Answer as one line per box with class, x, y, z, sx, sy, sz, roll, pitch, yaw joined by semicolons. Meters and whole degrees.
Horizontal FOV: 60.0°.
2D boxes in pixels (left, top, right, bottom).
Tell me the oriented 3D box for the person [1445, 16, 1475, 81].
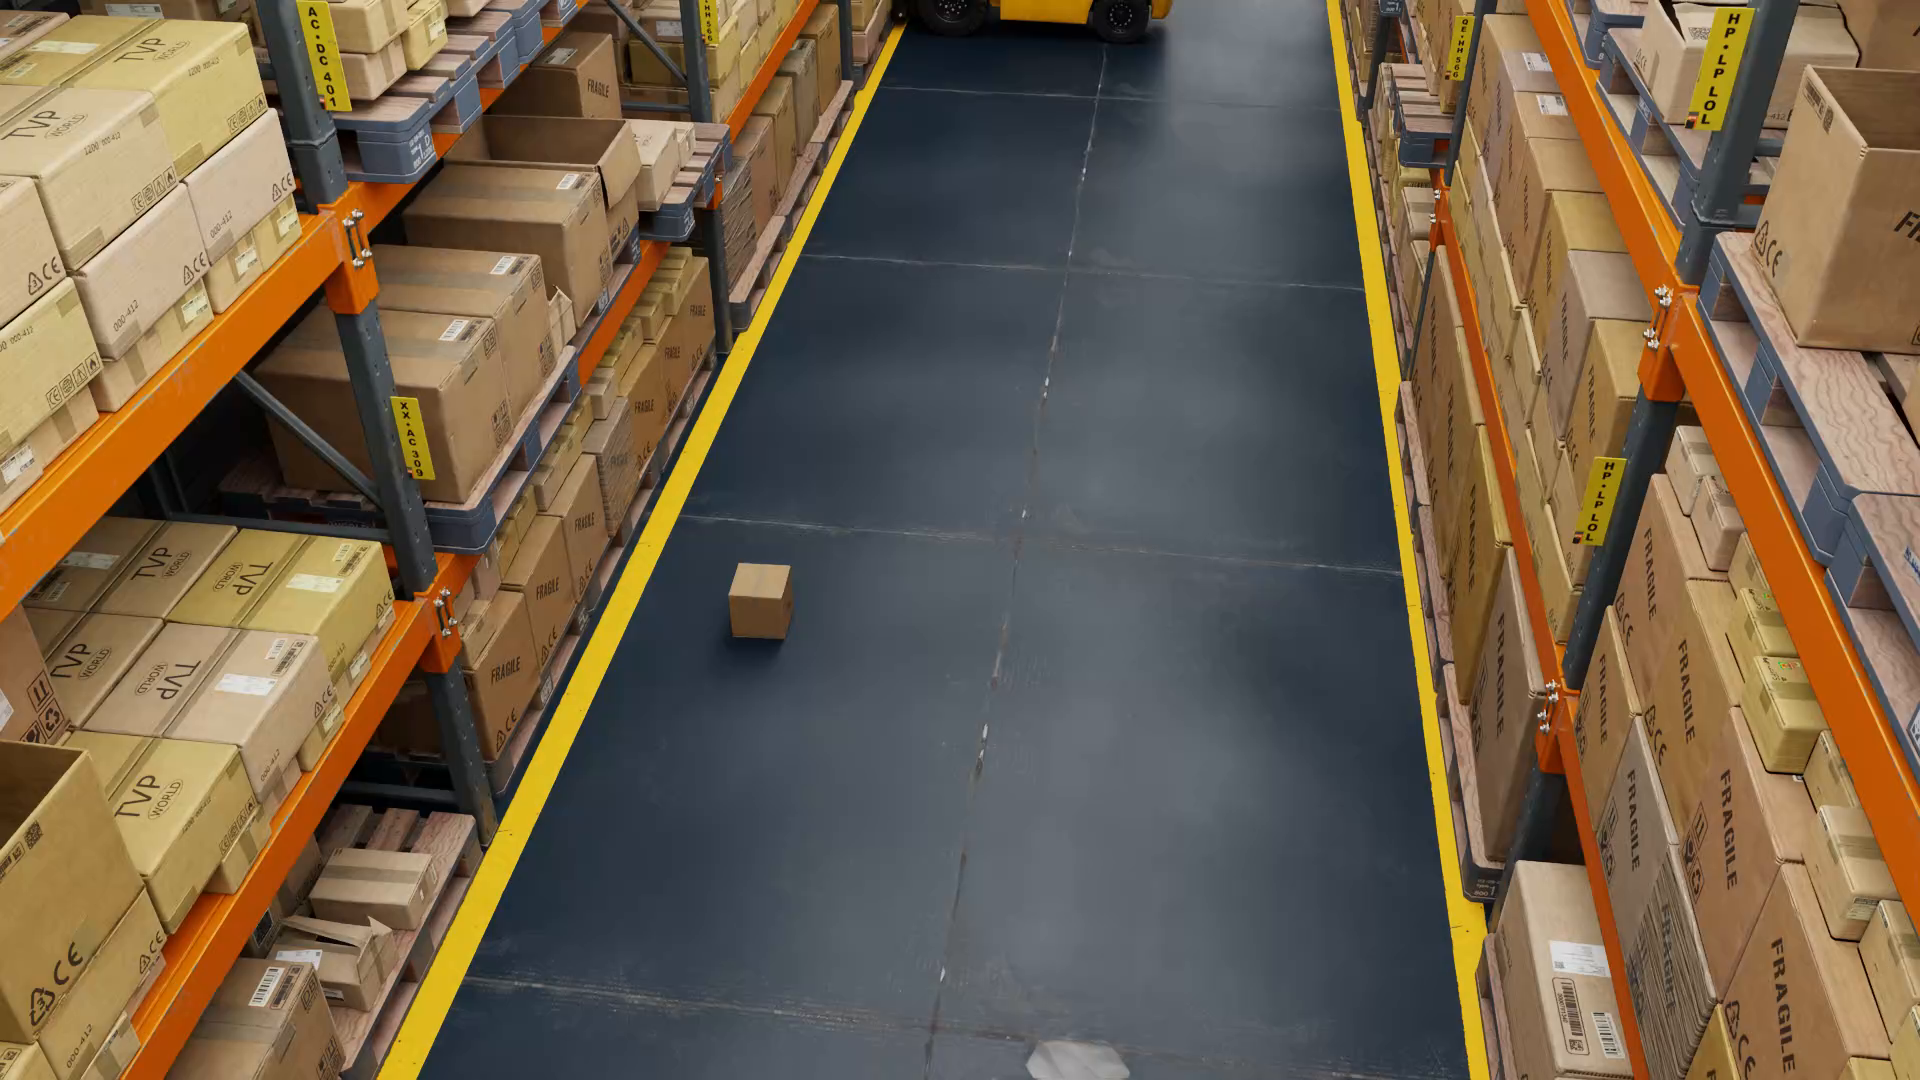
person;3.547;-0.634;7.441;7.954;2.202;7.570;-4;37;-6
